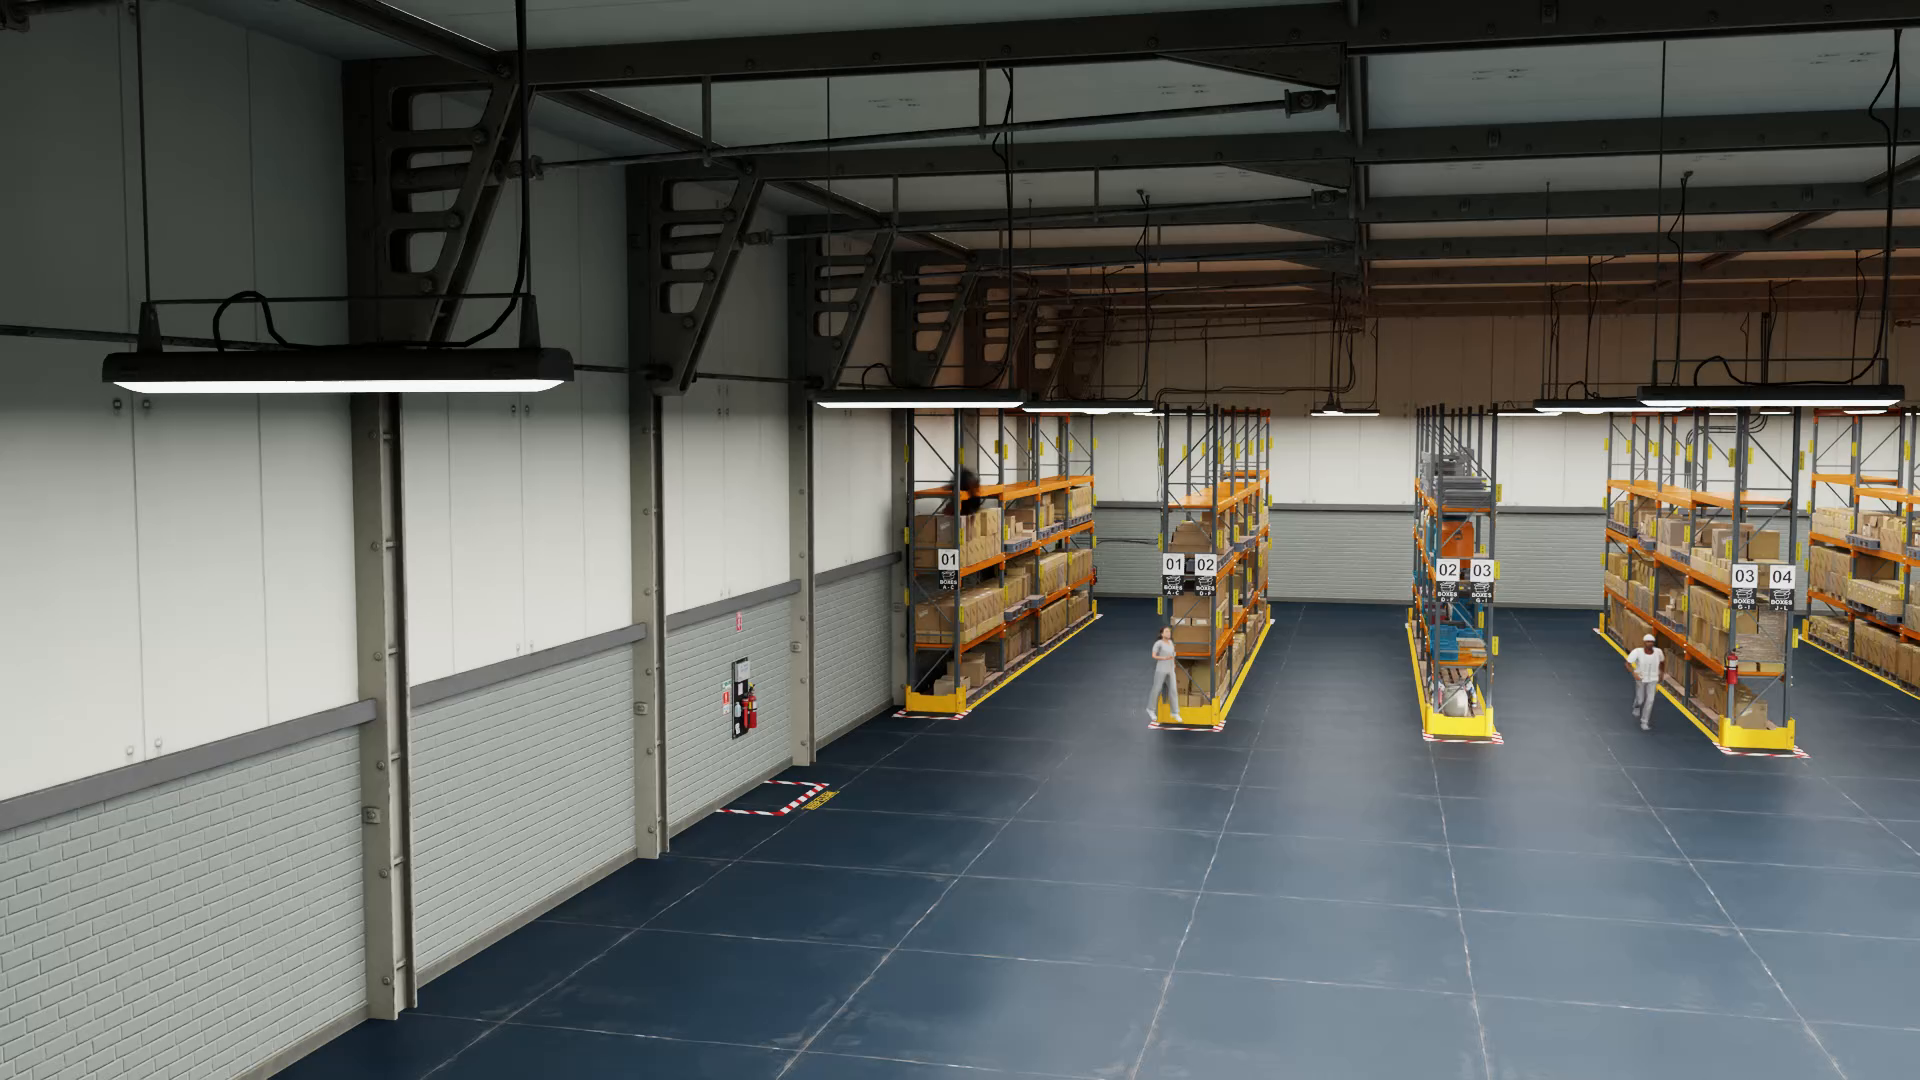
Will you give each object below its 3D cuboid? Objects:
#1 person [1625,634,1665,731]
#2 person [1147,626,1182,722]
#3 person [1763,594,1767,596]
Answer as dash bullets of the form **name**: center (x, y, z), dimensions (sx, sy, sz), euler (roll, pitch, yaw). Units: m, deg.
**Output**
- **person**: center (12.752, 2.612, 30.934), dimensions (0.727, 1.749, 0.877), euler (1, 4, 8)
- **person**: center (3.703, 2.406, 30.030), dimensions (0.575, 1.715, 0.815), euler (-3, 5, -32)
- **person**: center (21.019, 1.641, 43.820), dimensions (1.040, 1.757, 0.764), euler (-3, 5, -33)
